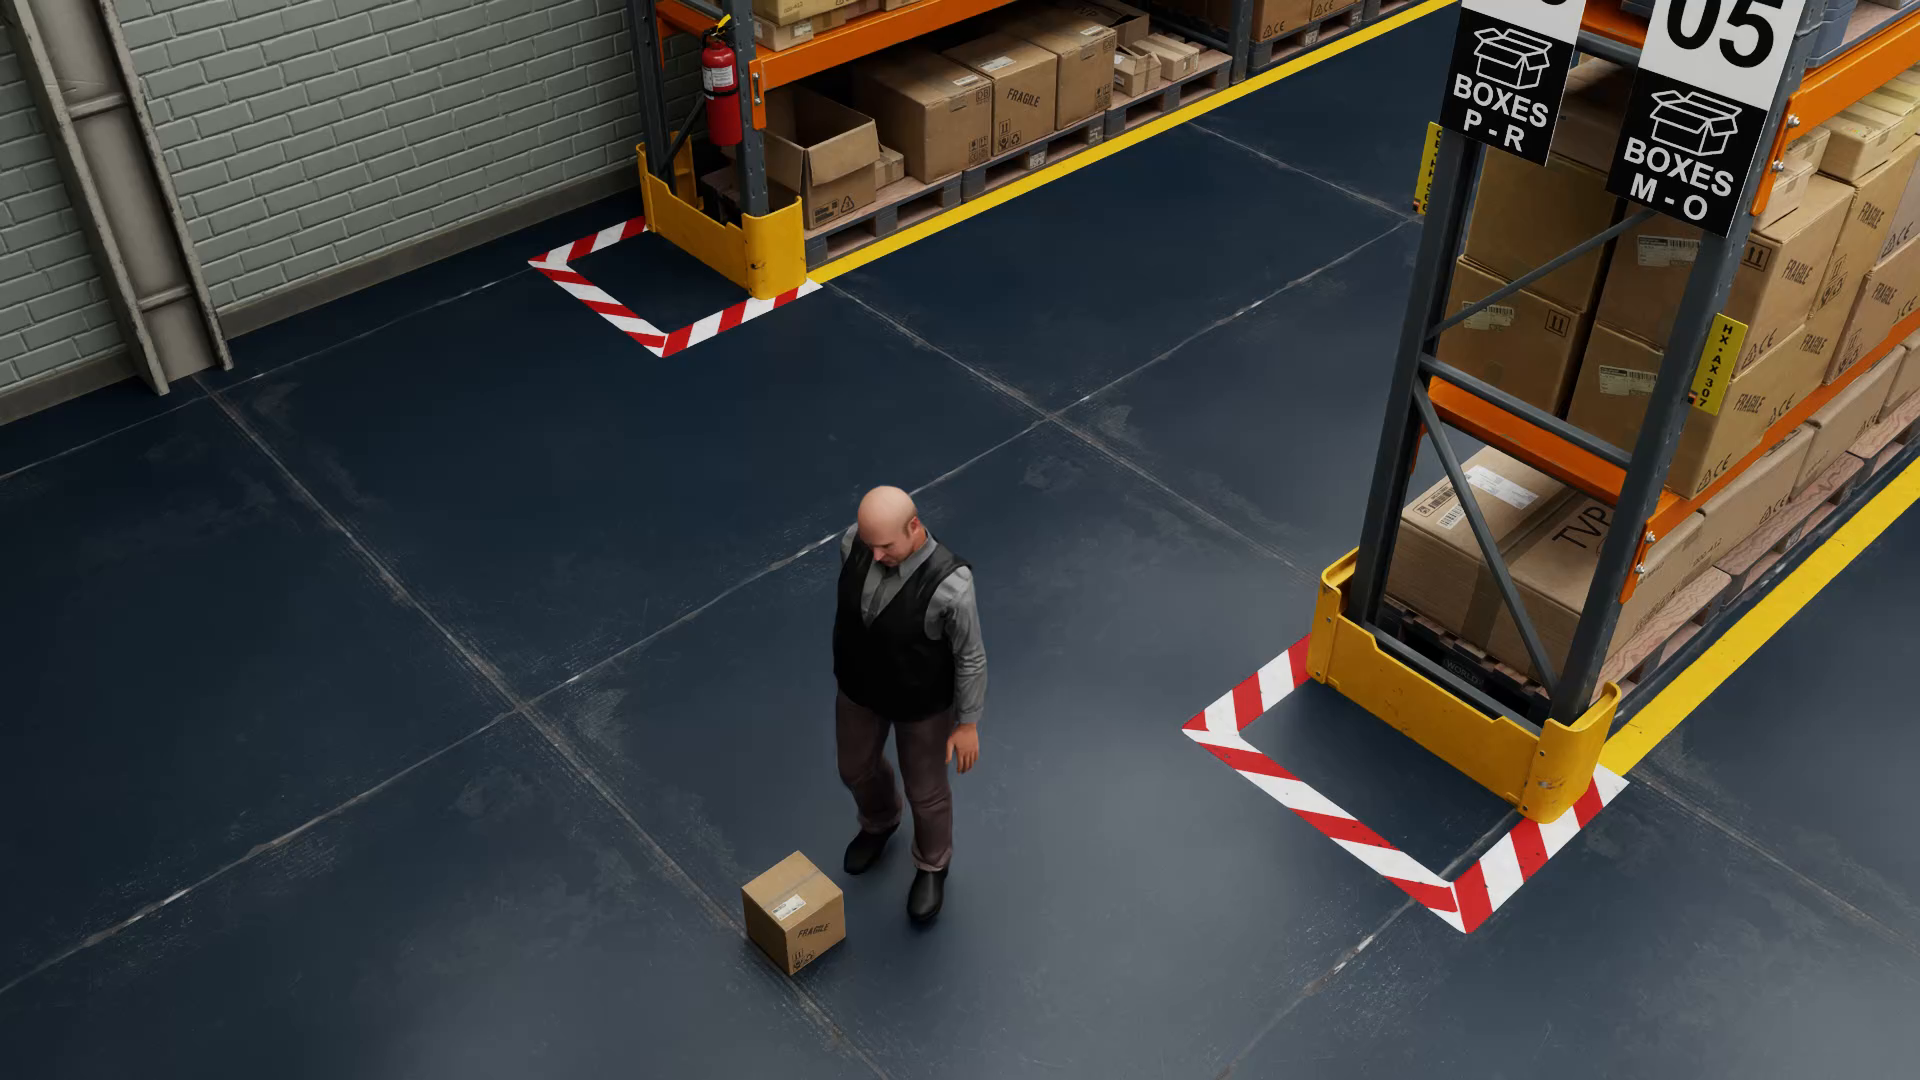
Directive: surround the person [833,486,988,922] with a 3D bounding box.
[{"bbox_3d":[-0.195,0.540,5.523,0.645,1.761,0.401,22,45,25],"label":"person"}]
